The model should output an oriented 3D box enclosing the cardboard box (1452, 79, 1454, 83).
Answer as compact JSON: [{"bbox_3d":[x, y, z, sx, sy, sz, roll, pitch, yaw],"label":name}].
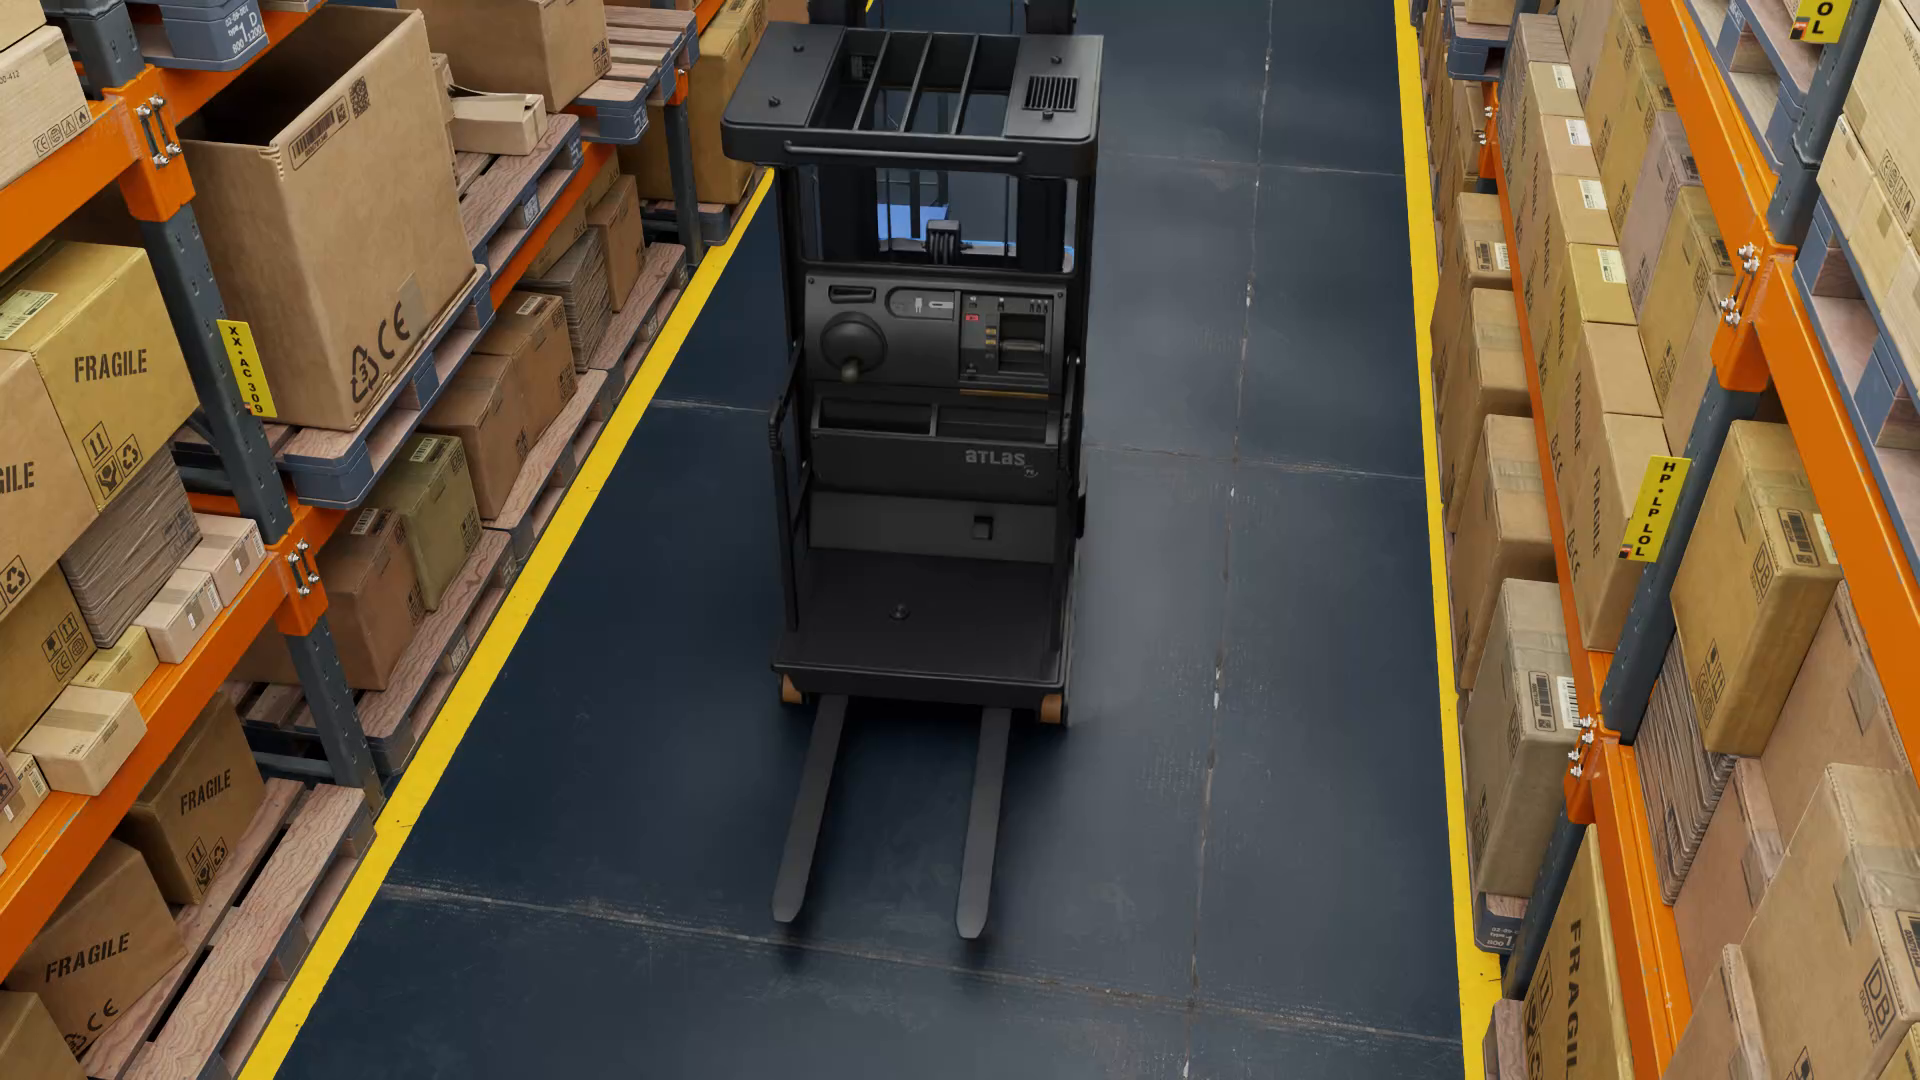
[{"bbox_3d":[2.999,-2.696,9.201,0.500,0.250,0.500,7,40,9],"label":"cardboard box"}]

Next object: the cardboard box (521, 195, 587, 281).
[{"bbox_3d":[-2.077,-1.463,7.694,0.500,0.250,0.500,11,41,13],"label":"cardboard box"}]

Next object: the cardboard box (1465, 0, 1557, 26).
[{"bbox_3d":[2.591,-2.541,7.837,0.380,0.149,0.250,7,40,8],"label":"cardboard box"}]

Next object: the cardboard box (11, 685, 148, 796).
[{"bbox_3d":[-2.437,0.524,4.459,0.380,0.149,0.250,6,40,8],"label":"cardboard box"}]

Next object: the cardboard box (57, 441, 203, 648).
[{"bbox_3d":[-2.740,-0.093,4.696,0.875,0.500,0.500,6,40,8],"label":"cardboard box"}]

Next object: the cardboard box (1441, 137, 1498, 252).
[{"bbox_3d":[2.815,-1.756,8.652,0.500,0.500,0.500,6,40,7],"label":"cardboard box"}]

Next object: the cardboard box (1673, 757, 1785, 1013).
[{"bbox_3d":[2.141,0.918,3.668,0.875,0.550,0.550,6,40,8],"label":"cardboard box"}]

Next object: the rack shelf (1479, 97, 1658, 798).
[{"bbox_3d":[2.612,-0.583,6.166,1.077,0.370,4.000,6,40,8],"label":"rack shelf"}]

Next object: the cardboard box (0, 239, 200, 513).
[{"bbox_3d":[-2.408,-0.441,4.333,0.500,0.500,0.500,6,40,8],"label":"cardboard box"}]

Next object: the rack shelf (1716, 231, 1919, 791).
[{"bbox_3d":[1.920,0.771,2.174,1.077,0.370,4.000,6,40,8],"label":"rack shelf"}]

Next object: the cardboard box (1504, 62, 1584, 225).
[{"bbox_3d":[2.530,-1.583,6.732,0.500,0.500,0.500,6,40,7],"label":"cardboard box"}]

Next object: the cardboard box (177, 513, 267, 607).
[{"bbox_3d":[-2.349,0.049,5.034,0.380,0.149,0.250,6,40,8],"label":"cardboard box"}]

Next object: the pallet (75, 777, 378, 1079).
[{"bbox_3d":[-2.683,1.285,5.530,1.003,0.211,1.213,6,40,8],"label":"pallet"}]

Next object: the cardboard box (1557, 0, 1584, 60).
[{"bbox_3d":[2.871,-2.259,6.765,0.700,0.500,0.500,6,40,7],"label":"cardboard box"}]

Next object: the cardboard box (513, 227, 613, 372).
[{"bbox_3d":[-2.089,-1.160,7.915,0.700,0.500,0.500,3,40,4],"label":"cardboard box"}]

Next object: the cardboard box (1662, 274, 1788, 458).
[{"bbox_3d":[2.347,-0.341,4.445,0.700,0.500,0.500,6,40,7],"label":"cardboard box"}]

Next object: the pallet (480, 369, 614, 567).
[{"bbox_3d":[-2.259,-0.397,7.565,1.003,0.211,1.213,6,40,8],"label":"pallet"}]

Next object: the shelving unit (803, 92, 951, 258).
[{"bbox_3d":[-0.363,-1.439,7.813,0.538,1.500,1.048,4,40,5],"label":"shelving unit"}]

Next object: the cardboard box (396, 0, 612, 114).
[{"bbox_3d":[-1.961,-2.221,7.175,0.700,0.500,0.500,12,41,14],"label":"cardboard box"}]

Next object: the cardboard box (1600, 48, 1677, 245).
[{"bbox_3d":[2.610,-1.298,5.603,0.700,0.500,0.500,6,40,7],"label":"cardboard box"}]

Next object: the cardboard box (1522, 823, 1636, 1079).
[{"bbox_3d":[2.089,1.439,4.493,0.875,0.875,0.875,7,40,8],"label":"cardboard box"}]

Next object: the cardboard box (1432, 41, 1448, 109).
[{"bbox_3d":[3.094,-2.727,9.827,0.500,0.500,0.500,7,40,8],"label":"cardboard box"}]

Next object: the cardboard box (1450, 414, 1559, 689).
[{"bbox_3d":[2.456,0.096,6.216,1.050,0.750,0.750,6,40,8],"label":"cardboard box"}]

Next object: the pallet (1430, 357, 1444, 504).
[{"bbox_3d":[2.748,-0.554,7.755,1.003,0.211,1.213,6,40,8],"label":"pallet"}]

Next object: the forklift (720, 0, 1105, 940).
[{"bbox_3d":[-0.111,-0.657,5.744,1.130,2.935,3.031,4,40,5],"label":"forklift"}]

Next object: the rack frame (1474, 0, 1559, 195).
[{"bbox_3d":[2.959,-2.115,7.455,1.000,3.000,0.127,6,40,8],"label":"rack frame"}]

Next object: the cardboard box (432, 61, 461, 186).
[{"bbox_3d":[-2.392,-1.515,6.318,0.797,0.503,0.637,10,41,12],"label":"cardboard box"}]

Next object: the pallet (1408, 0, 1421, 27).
[{"bbox_3d":[3.732,-3.976,11.894,1.003,0.211,1.213,6,40,8],"label":"pallet"}]

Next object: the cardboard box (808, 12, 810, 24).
[{"bbox_3d":[-1.462,-3.614,10.605,1.225,0.875,0.875,5,40,6],"label":"cardboard box"}]

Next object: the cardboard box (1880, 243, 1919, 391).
[{"bbox_3d":[1.781,-0.355,2.760,0.380,0.149,0.250,6,40,8],"label":"cardboard box"}]

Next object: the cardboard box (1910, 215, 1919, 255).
[{"bbox_3d":[1.820,-0.425,2.533,0.500,0.250,0.500,6,40,7],"label":"cardboard box"}]

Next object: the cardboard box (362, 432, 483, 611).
[{"bbox_3d":[-2.373,-0.102,6.636,0.700,0.500,0.500,6,40,7],"label":"cardboard box"}]

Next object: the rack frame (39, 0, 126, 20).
[{"bbox_3d":[-2.601,-2.528,3.245,1.000,3.000,0.127,6,40,8],"label":"rack frame"}]

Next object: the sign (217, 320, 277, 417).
[{"bbox_3d":[-2.066,-0.494,4.814,0.100,0.325,0.005,6,40,8],"label":"sign"}]

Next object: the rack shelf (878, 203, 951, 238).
[{"bbox_3d":[-0.363,-1.300,7.928,0.538,0.185,1.000,4,40,5],"label":"rack shelf"}]

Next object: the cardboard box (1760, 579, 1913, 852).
[{"bbox_3d":[2.188,0.507,3.318,0.875,0.550,0.550,6,40,8],"label":"cardboard box"}]

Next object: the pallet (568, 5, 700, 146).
[{"bbox_3d":[-1.927,-2.193,7.699,1.213,0.211,1.003,6,40,8],"label":"pallet"}]

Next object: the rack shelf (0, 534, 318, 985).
[{"bbox_3d":[-2.947,1.317,3.868,1.077,0.370,4.000,6,40,8],"label":"rack shelf"}]

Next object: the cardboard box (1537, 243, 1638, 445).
[{"bbox_3d":[2.268,-0.635,5.585,0.500,0.500,0.500,7,40,8],"label":"cardboard box"}]

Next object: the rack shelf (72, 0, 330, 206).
[{"bbox_3d":[-2.255,-2.349,5.948,1.077,0.370,4.000,6,40,8],"label":"rack shelf"}]

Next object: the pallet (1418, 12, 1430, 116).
[{"bbox_3d":[3.517,-3.062,10.788,1.003,0.211,1.213,6,40,8],"label":"pallet"}]

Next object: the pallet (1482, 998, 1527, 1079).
[{"bbox_3d":[2.058,1.938,4.740,1.003,0.211,1.213,6,40,8],"label":"pallet"}]

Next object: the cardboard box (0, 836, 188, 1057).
[{"bbox_3d":[-2.802,1.193,5.085,0.500,0.500,0.500,19,43,21],"label":"cardboard box"}]
